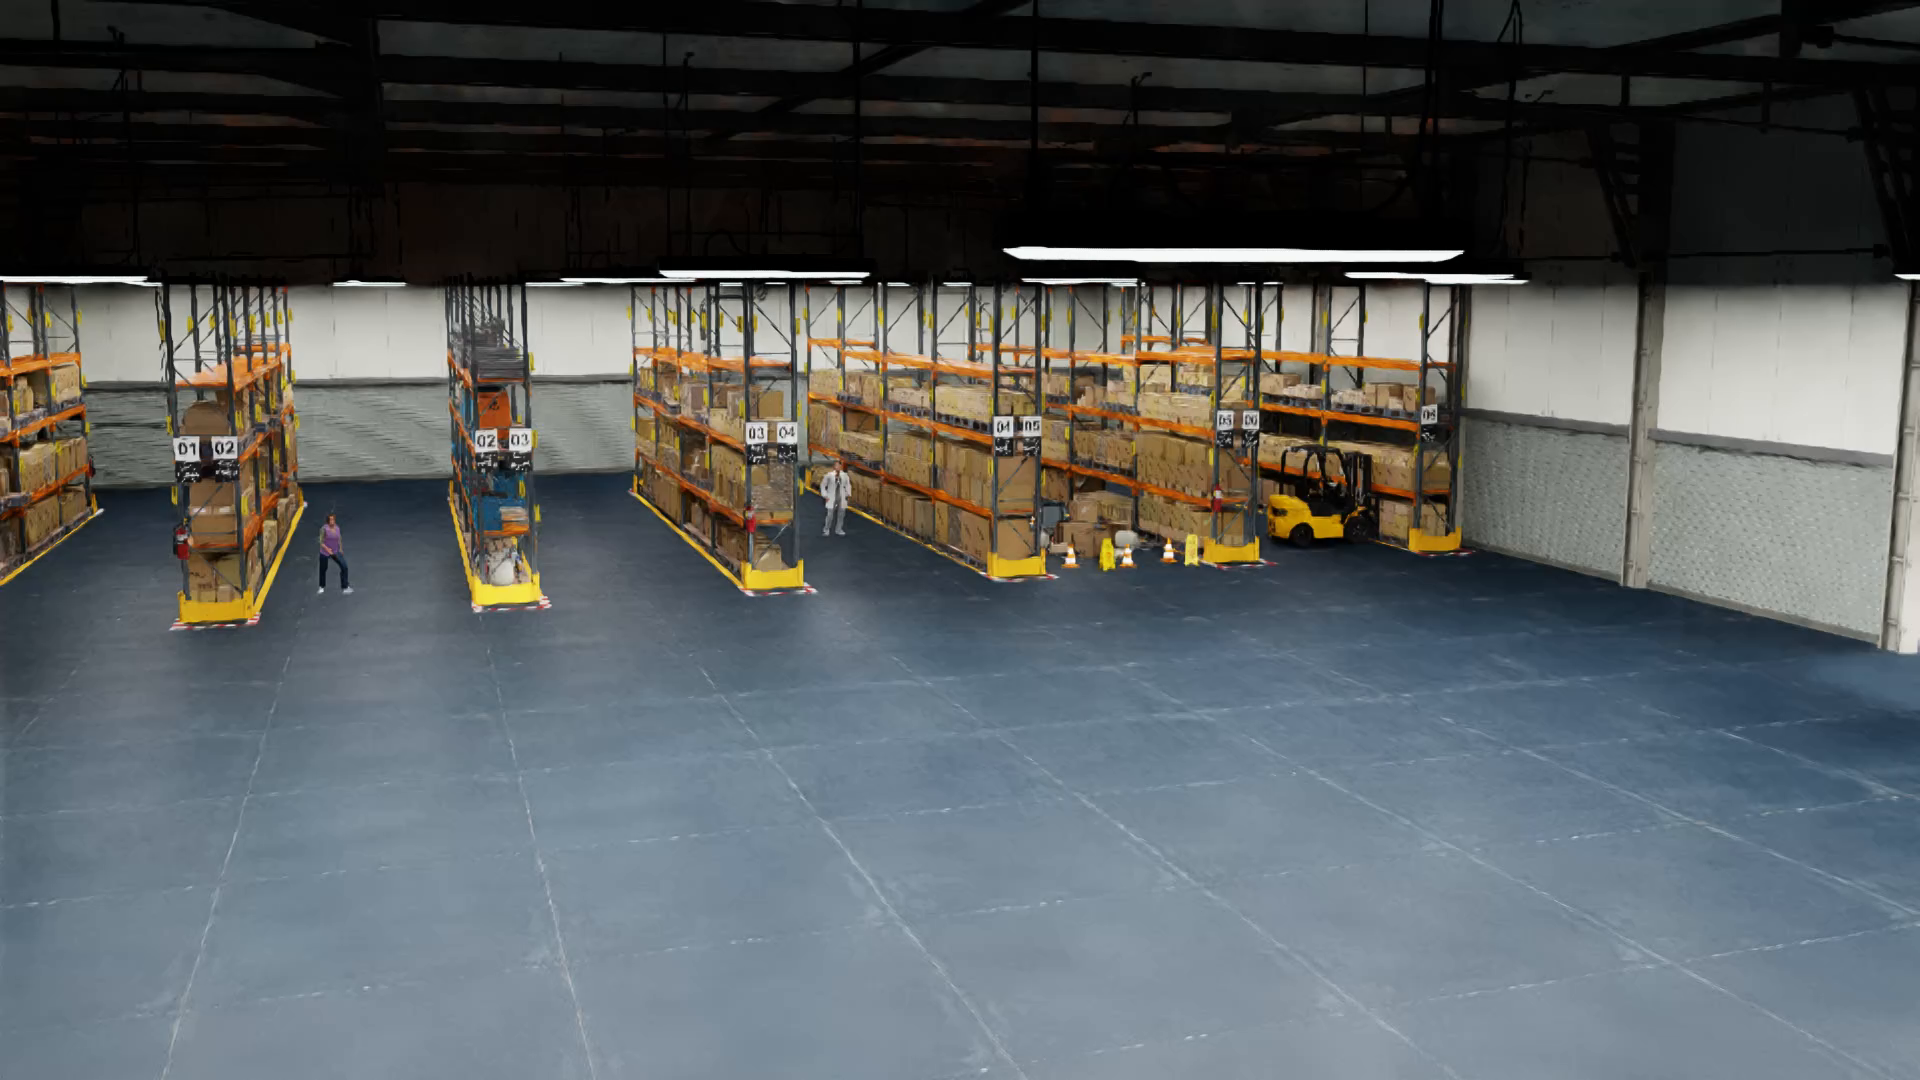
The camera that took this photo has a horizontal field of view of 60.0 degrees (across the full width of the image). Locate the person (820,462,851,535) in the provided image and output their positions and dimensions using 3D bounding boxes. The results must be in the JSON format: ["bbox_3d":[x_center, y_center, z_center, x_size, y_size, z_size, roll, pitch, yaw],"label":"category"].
[{"bbox_3d":[-2.906,-0.976,38.828,0.729,1.733,0.546,-3,9,-19],"label":"person"}]

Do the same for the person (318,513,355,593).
[{"bbox_3d":[-11.844,0.243,31.346,0.568,1.535,0.739,-7,11,-39],"label":"person"}]
